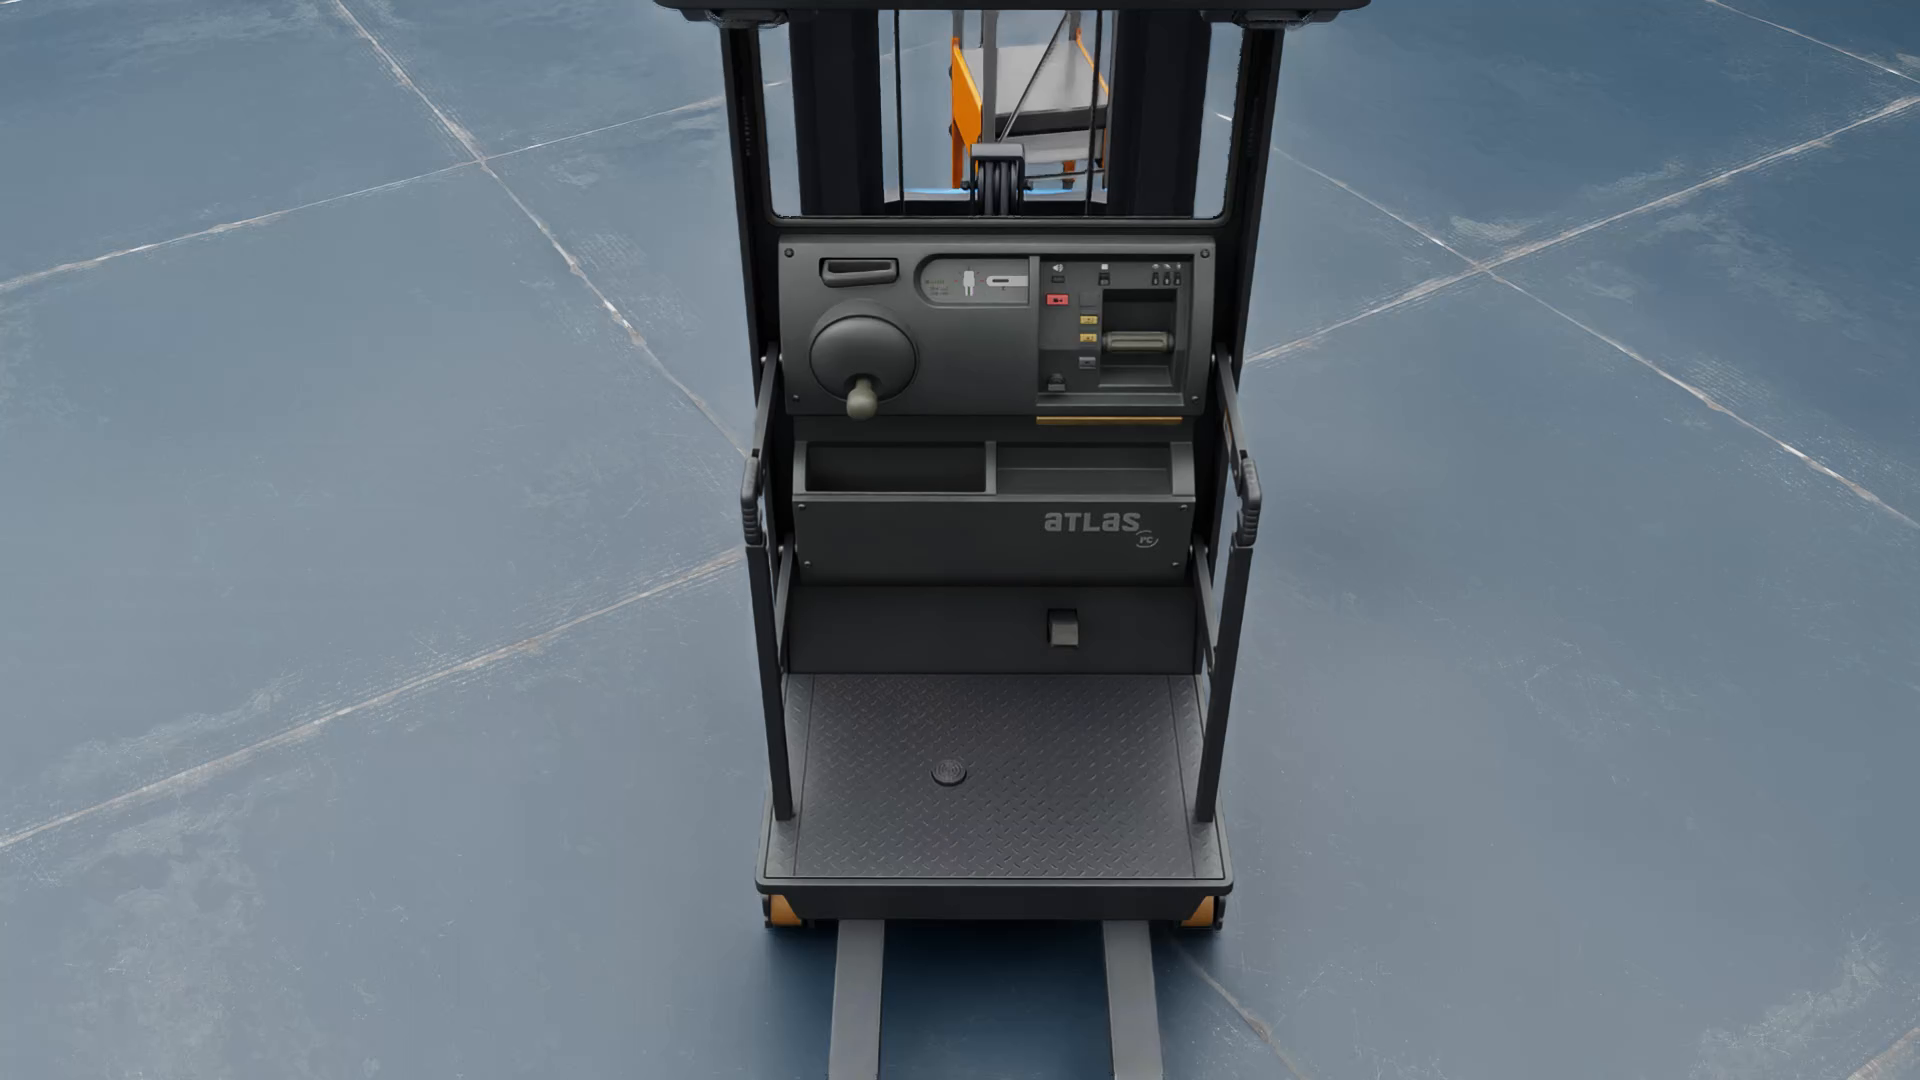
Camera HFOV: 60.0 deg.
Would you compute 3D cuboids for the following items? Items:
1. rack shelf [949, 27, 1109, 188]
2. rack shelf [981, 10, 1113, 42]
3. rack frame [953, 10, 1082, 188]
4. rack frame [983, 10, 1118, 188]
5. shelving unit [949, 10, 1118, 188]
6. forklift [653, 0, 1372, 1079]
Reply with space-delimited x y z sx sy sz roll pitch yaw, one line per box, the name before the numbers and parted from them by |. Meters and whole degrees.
rack shelf | 0.219 -1.209 5.082 0.431 0.518 0.480 -7 40 -8
rack shelf | 0.219 -1.747 4.634 0.431 0.518 0.480 -7 40 -8
rack frame | 0.175 -1.373 5.258 0.400 2.100 0.015 -7 40 -8
rack frame | 0.262 -1.066 4.889 0.400 2.100 0.015 -7 40 -8
shelving unit | 0.219 -1.220 5.073 0.431 2.100 0.503 -7 40 -8
forklift | 0.080 -0.376 3.412 1.130 2.935 3.031 0 40 0
